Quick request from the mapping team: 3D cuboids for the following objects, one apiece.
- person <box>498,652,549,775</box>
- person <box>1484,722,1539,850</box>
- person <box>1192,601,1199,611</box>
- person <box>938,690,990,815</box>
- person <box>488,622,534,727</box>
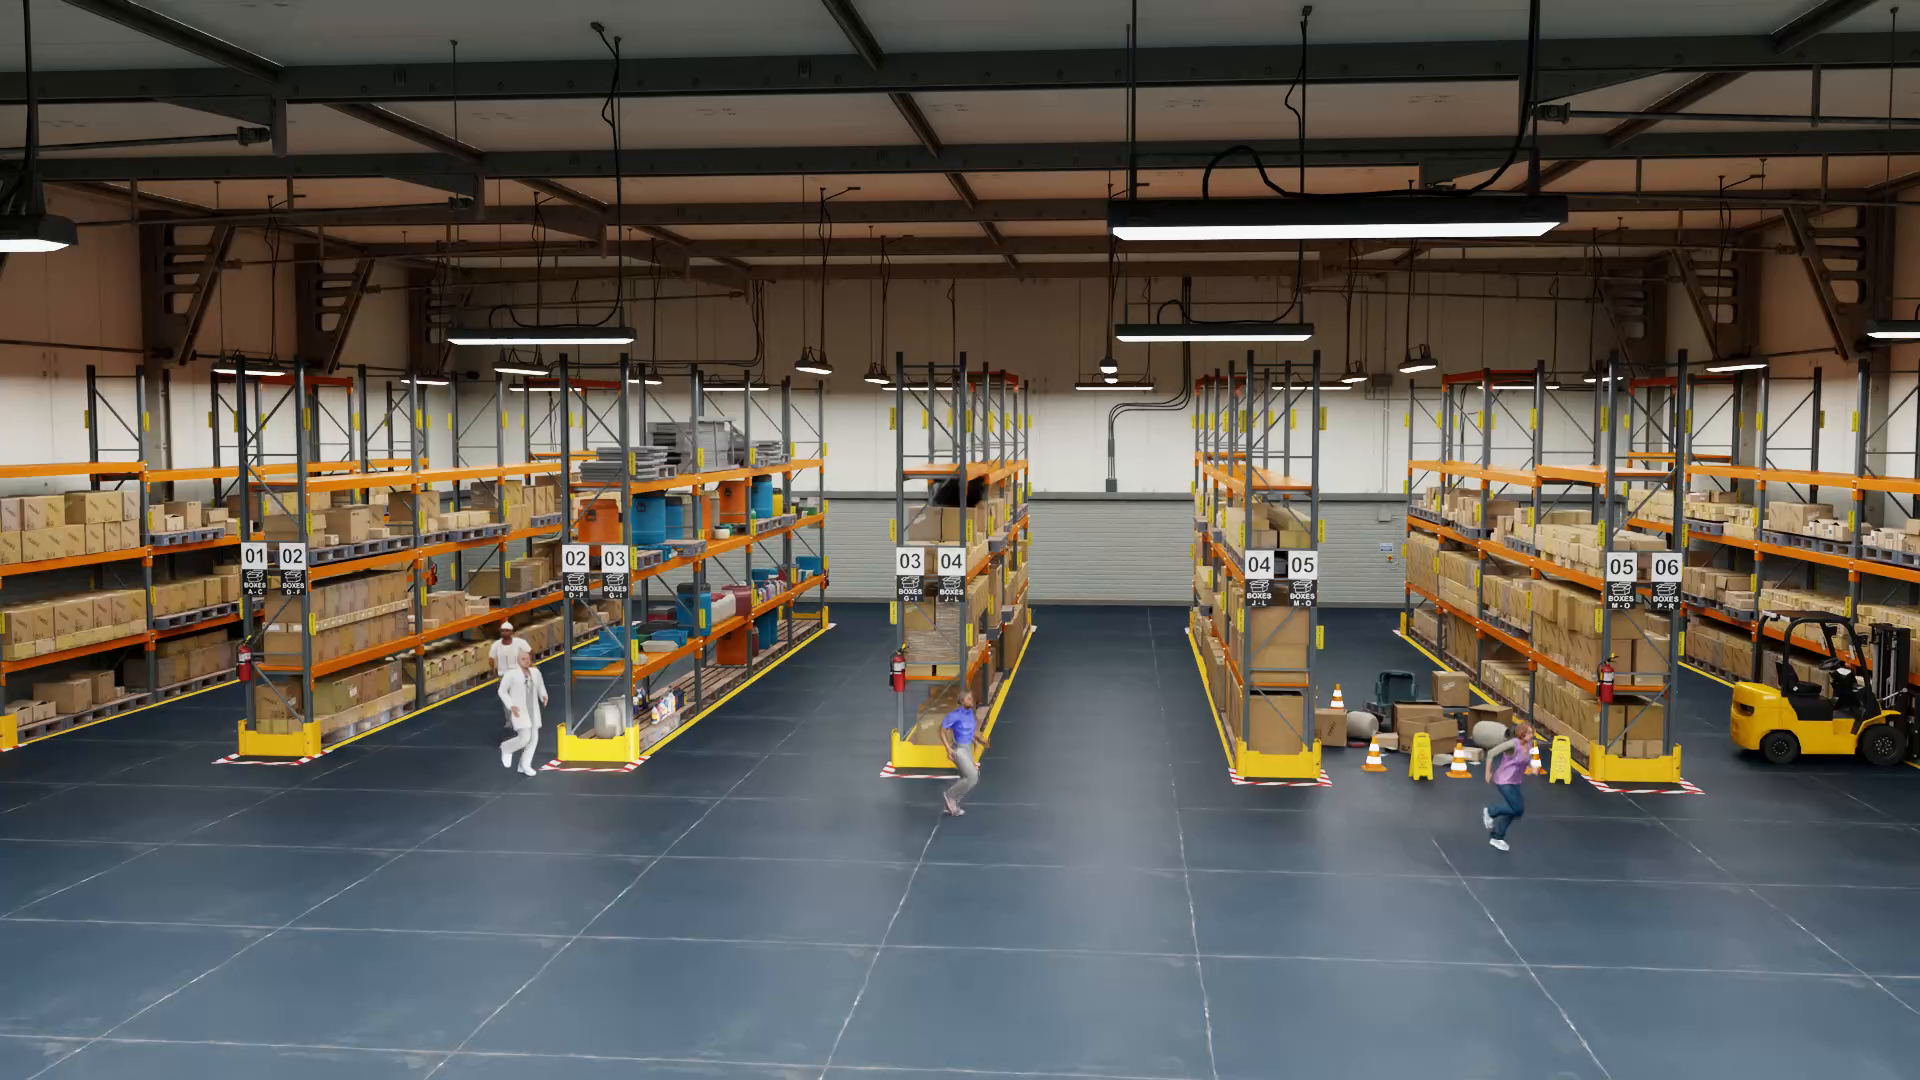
[{"bbox_3d":[-6.209,2.456,23.702,0.686,1.750,0.705,4,6,44],"label":"person"},{"bbox_3d":[6.455,2.875,19.468,0.527,1.524,0.664,-3,5,-40],"label":"person"},{"bbox_3d":[5.887,1.289,40.338,0.517,1.718,0.711,0,4,4],"label":"person"},{"bbox_3d":[0.063,2.696,21.032,0.659,1.605,0.557,2,5,30],"label":"person"},{"bbox_3d":[-7.383,2.206,27.313,0.713,1.730,0.661,0,4,-2],"label":"person"}]
